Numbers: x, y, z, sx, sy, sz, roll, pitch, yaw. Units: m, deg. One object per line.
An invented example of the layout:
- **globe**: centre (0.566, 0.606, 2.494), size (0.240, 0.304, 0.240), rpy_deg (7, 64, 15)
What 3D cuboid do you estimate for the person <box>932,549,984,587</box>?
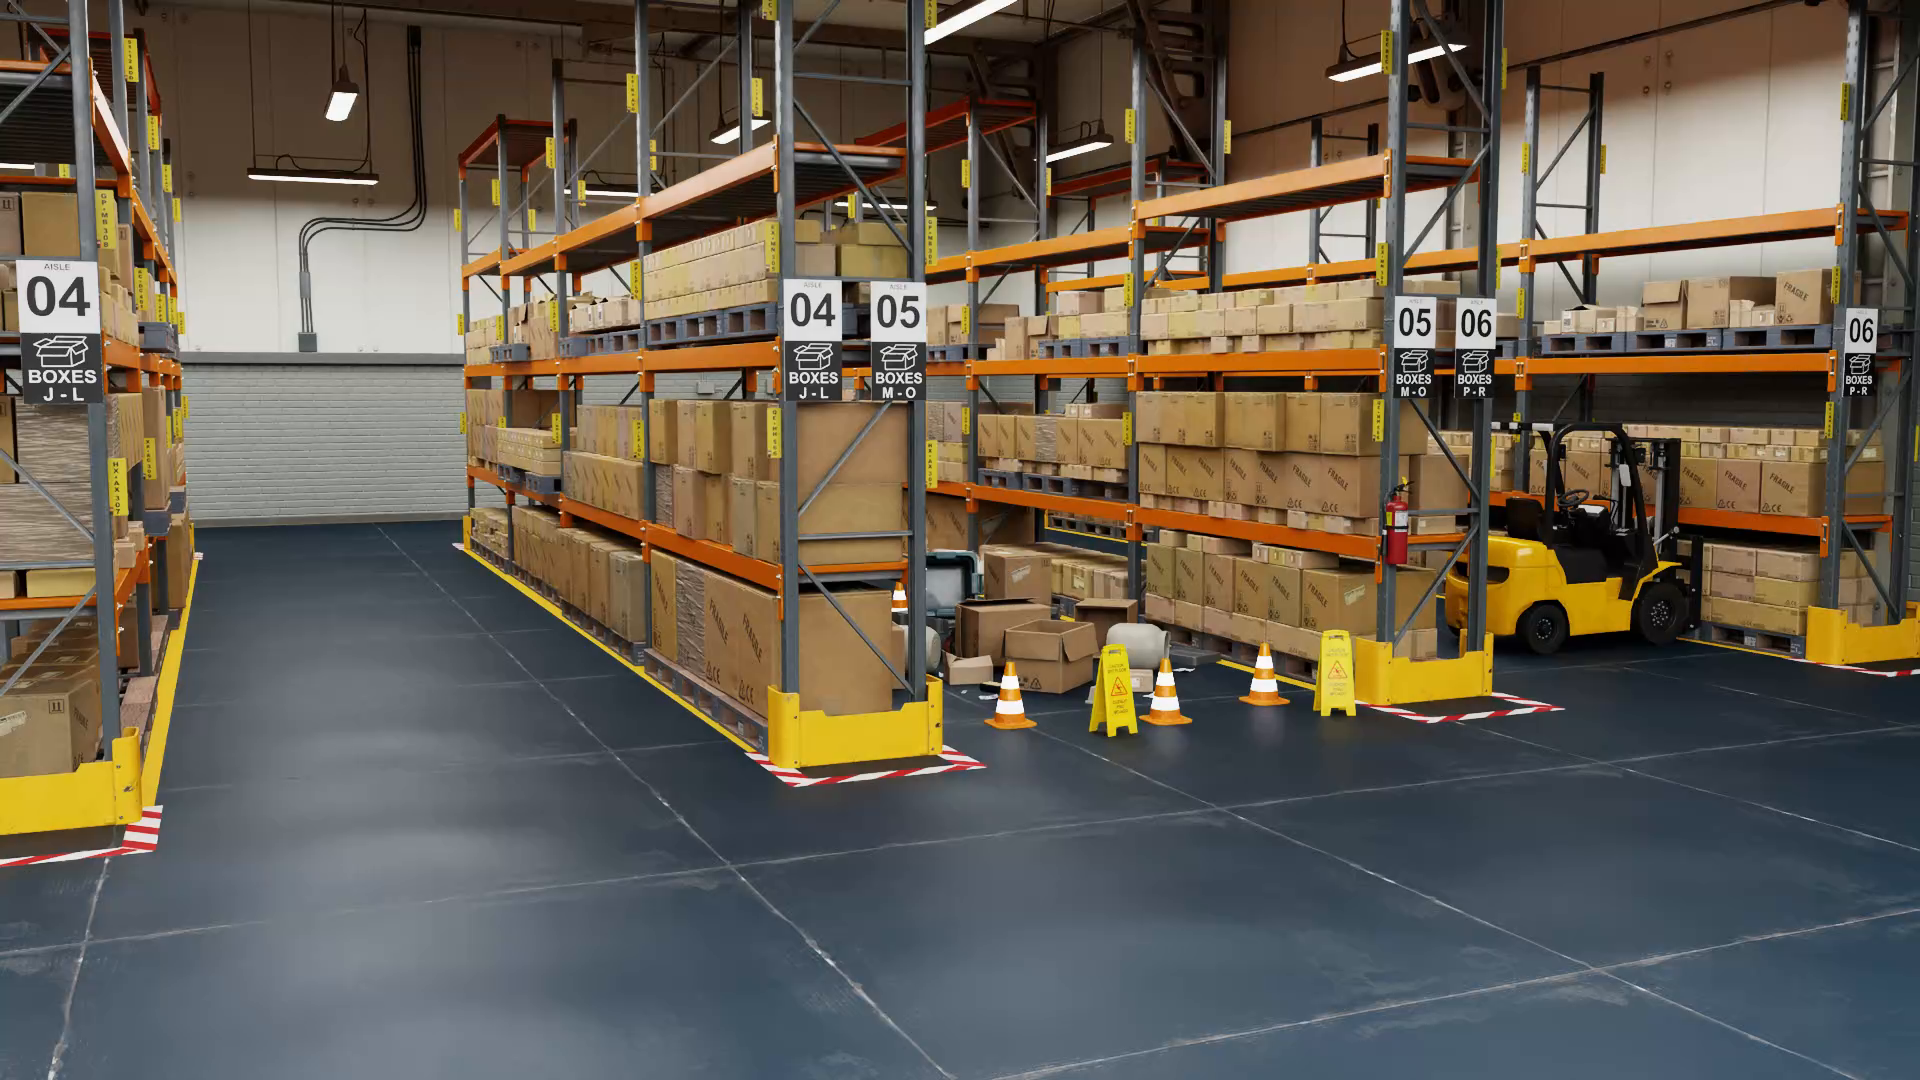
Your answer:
- **person**: centre (-0.129, 0.514, 17.813), size (0.948, 0.876, 0.558), rpy_deg (-3, 6, -26)
